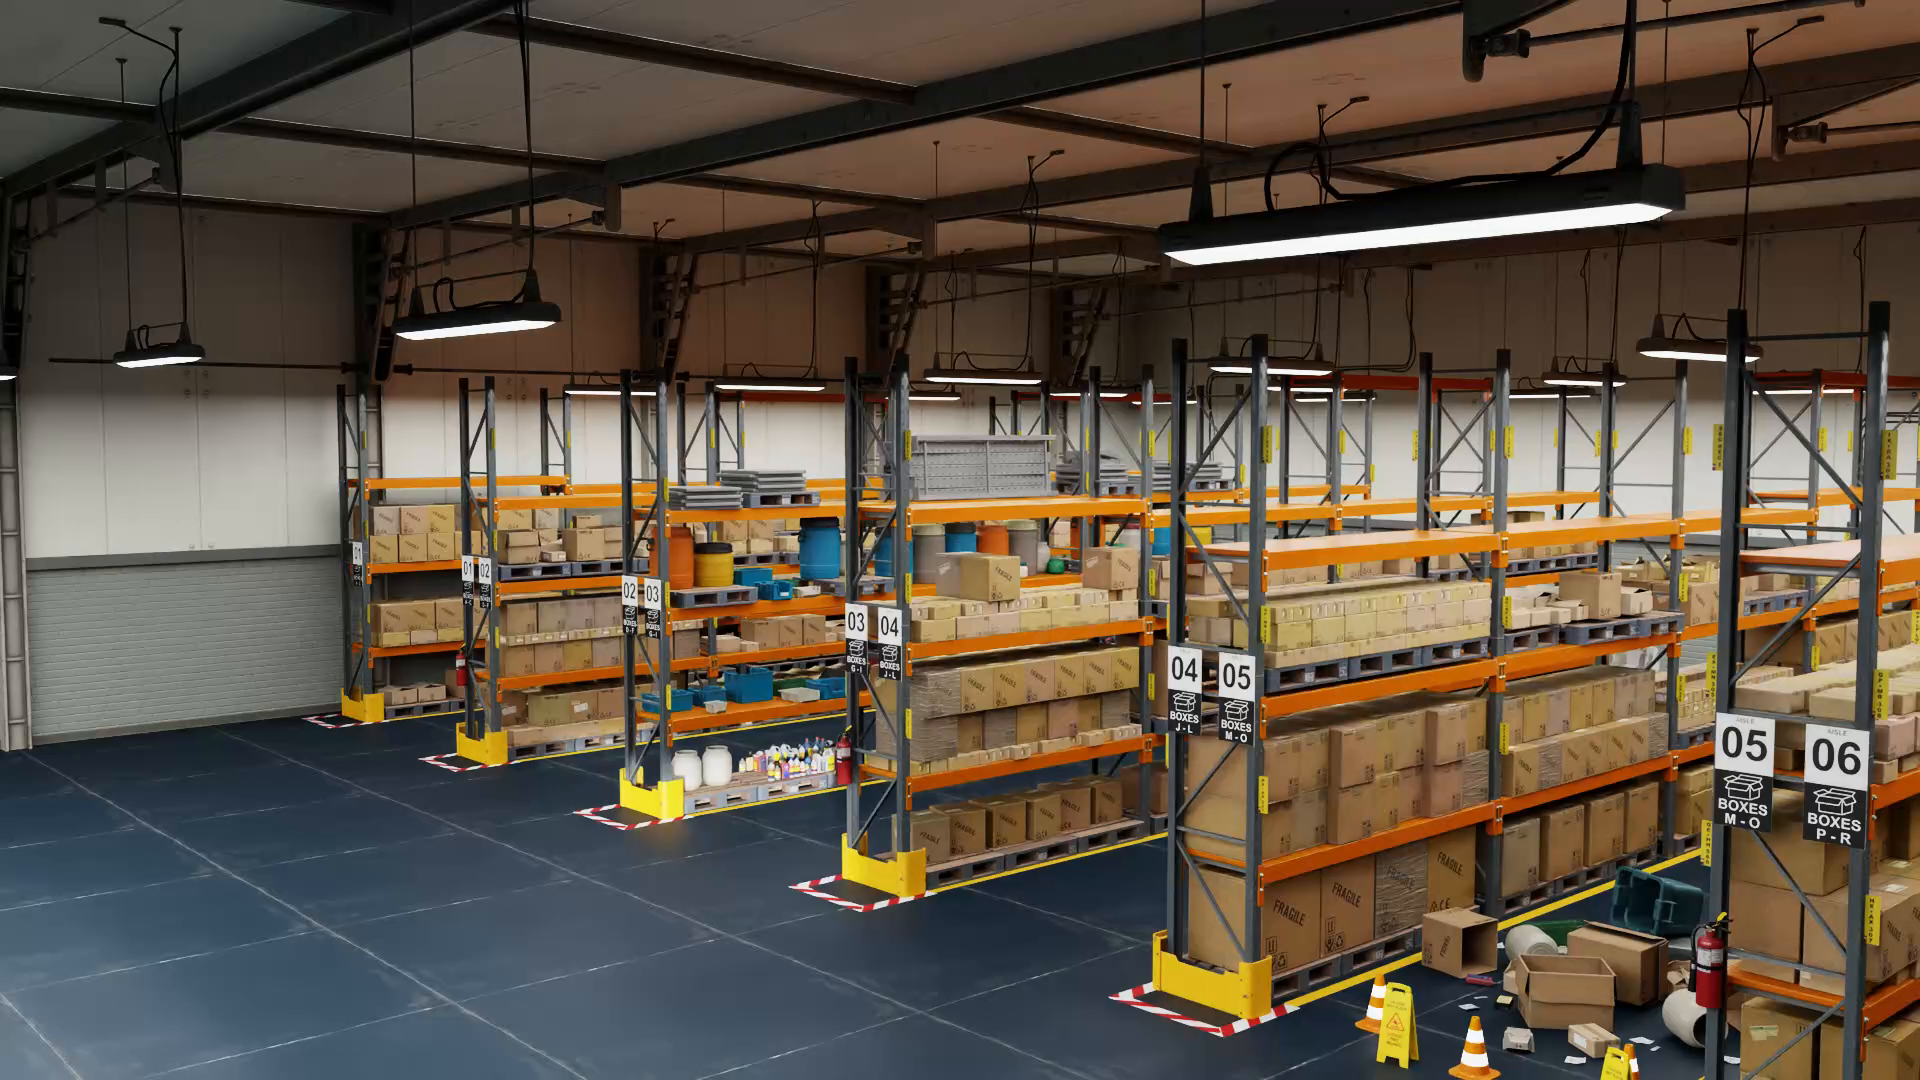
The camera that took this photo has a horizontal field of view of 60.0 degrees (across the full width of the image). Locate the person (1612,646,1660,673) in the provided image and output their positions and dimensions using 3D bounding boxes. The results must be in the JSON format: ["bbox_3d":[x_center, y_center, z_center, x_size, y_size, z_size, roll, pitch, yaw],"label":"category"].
[{"bbox_3d":[12.135,2.374,29.764,0.696,1.709,0.751,-1,4,-11],"label":"person"}]
